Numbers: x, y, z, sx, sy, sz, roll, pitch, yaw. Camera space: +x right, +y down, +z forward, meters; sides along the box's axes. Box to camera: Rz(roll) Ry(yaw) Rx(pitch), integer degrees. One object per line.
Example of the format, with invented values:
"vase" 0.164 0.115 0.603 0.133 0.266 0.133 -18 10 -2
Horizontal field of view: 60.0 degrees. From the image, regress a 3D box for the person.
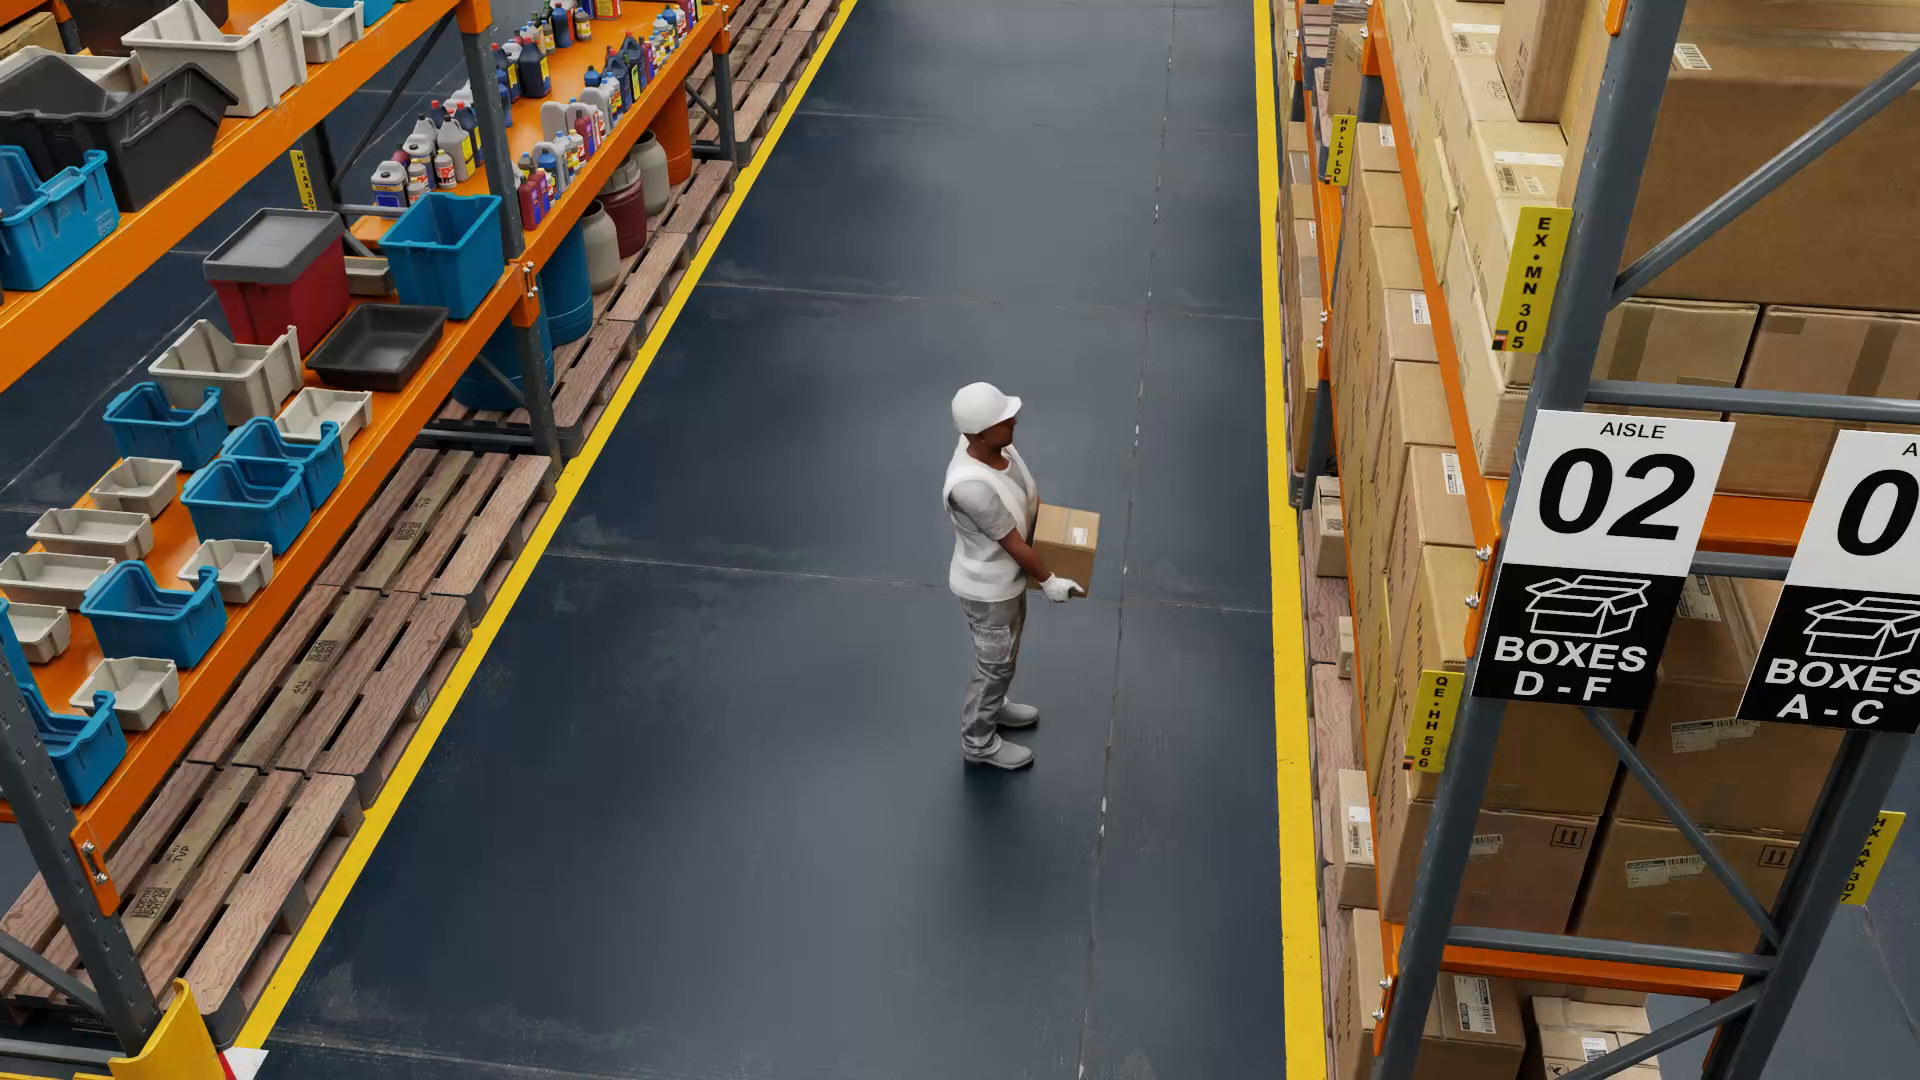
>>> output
"person" 0.234 0.150 6.822 0.575 1.778 0.487 5 36 6
